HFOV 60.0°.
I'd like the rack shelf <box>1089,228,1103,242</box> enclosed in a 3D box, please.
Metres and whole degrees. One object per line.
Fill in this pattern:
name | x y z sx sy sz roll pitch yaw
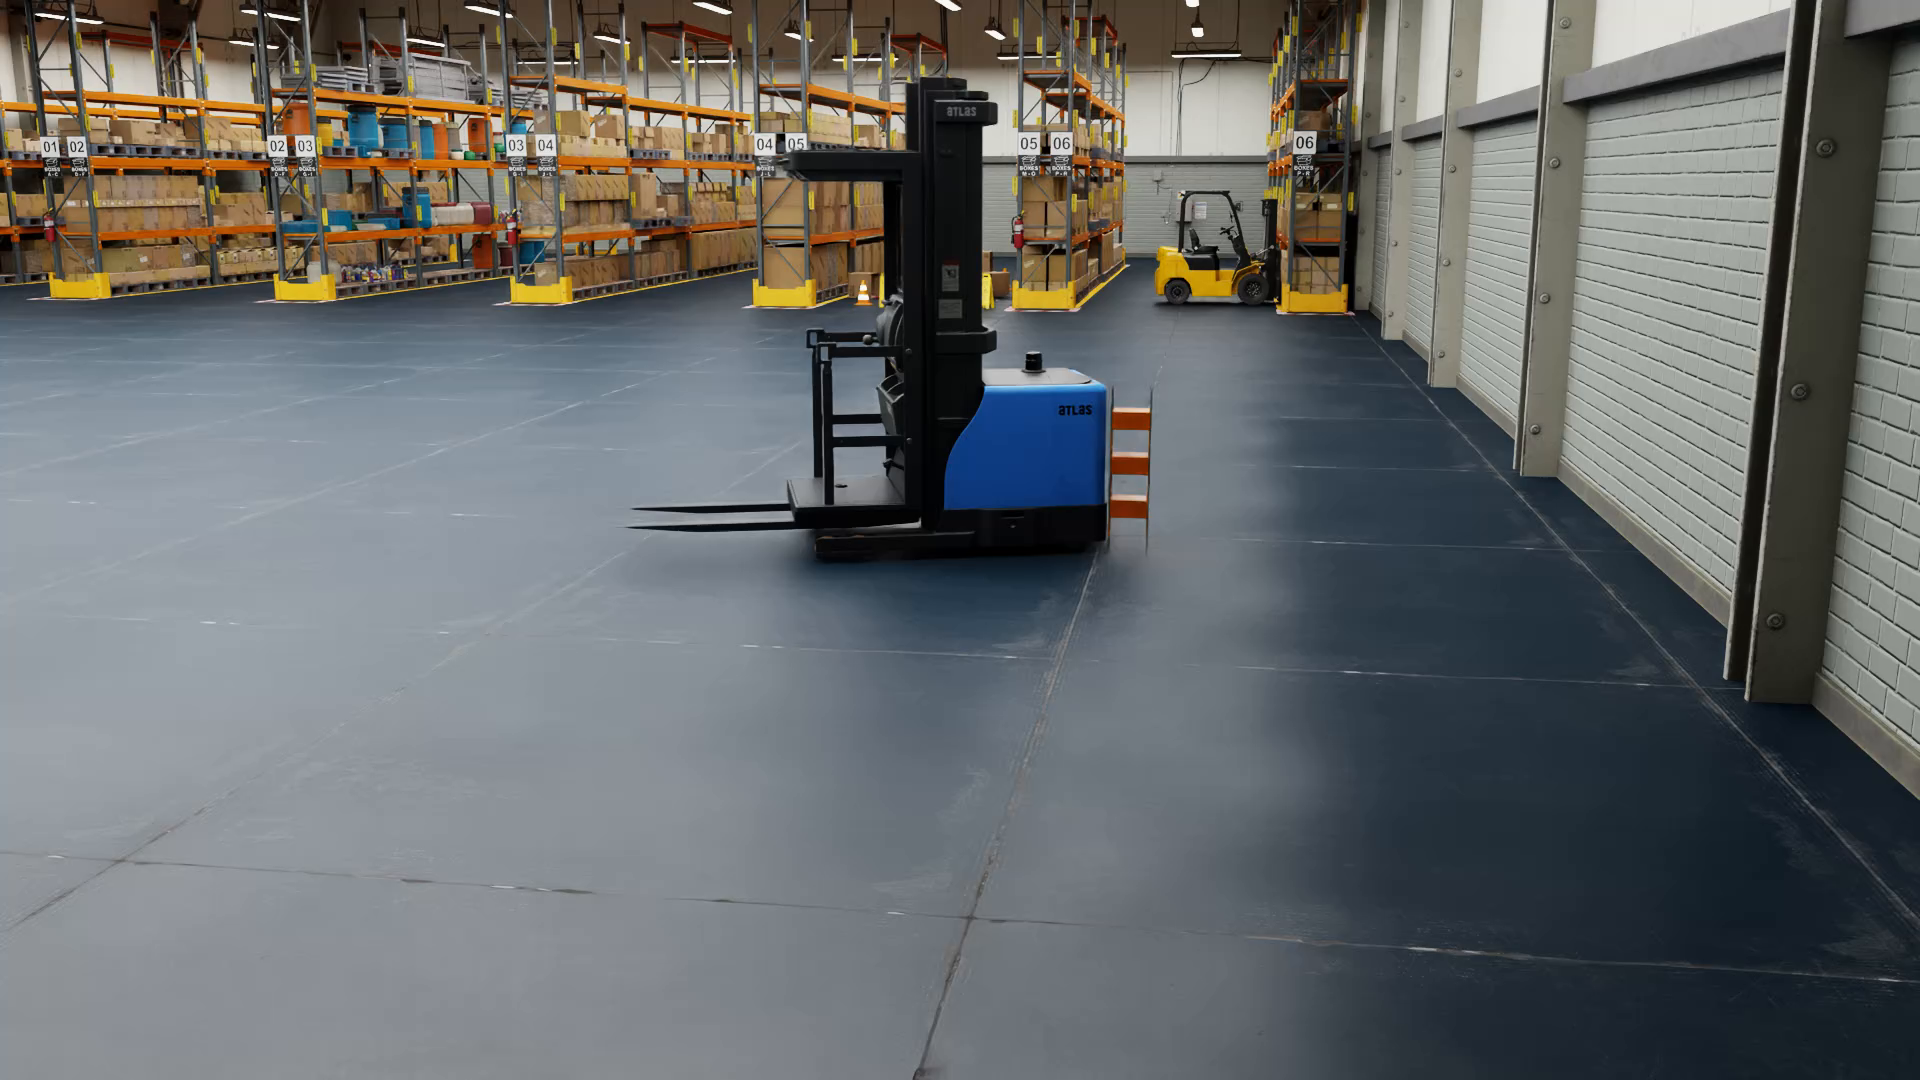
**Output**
rack shelf | 2.486 -6.705 36.691 1.077 0.370 4.000 2 12 9

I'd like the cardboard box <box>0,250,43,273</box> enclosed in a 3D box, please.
cardboard box | -22.201 -6.589 39.338 0.700 0.500 0.500 2 12 11

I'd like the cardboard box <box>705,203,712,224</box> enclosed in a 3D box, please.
cardboard box | -6.503 -8.149 41.449 0.500 0.500 0.500 2 12 8

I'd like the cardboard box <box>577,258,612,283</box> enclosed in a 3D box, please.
cardboard box | -7.796 -5.743 35.458 0.500 0.500 0.500 6 14 27

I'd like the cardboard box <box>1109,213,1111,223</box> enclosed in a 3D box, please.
cardboard box | 3.509 -8.024 41.464 0.500 0.250 0.500 2 12 8

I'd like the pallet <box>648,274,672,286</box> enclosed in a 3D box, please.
pallet | -7.311 -6.015 38.402 1.003 0.211 1.213 2 12 9

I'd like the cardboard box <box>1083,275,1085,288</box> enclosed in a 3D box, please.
cardboard box | 2.281 -5.258 33.802 0.500 0.250 0.500 2 12 7

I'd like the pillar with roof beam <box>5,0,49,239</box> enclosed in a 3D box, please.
pillar with roof beam | -18.483 -10.826 39.867 9.100 9.000 0.548 2 12 9

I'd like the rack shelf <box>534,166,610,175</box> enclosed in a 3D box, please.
rack shelf | -10.970 -10.318 46.337 1.077 0.370 4.000 2 12 9

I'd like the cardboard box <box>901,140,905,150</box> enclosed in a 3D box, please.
cardboard box | -1.621 -9.446 40.347 0.500 0.500 0.500 2 12 9

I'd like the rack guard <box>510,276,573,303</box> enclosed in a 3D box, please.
rack guard | -8.218 -4.922 32.647 1.175 0.500 0.348 2 12 9

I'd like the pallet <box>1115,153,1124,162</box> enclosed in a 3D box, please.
pallet | 3.920 -10.406 45.250 1.003 0.211 1.213 2 12 9

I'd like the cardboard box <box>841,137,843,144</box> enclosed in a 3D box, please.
cardboard box | -2.585 -8.131 33.846 0.380 0.149 0.250 2 12 9

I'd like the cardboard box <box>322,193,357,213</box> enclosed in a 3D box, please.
cardboard box | -16.509 -8.966 44.242 0.700 0.500 0.500 4 13 18

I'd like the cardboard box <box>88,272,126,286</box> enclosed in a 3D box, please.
cardboard box | -17.715 -5.416 34.533 0.500 0.250 0.500 2 12 9

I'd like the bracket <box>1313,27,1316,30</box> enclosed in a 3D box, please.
bracket | 9.420 -13.587 44.137 0.076 0.066 4.783 2 12 9

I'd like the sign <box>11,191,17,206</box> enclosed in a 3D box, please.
sign | -21.760 -7.850 38.242 0.100 0.325 0.005 2 12 9

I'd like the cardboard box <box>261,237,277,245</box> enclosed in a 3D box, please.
cardboard box | -20.538 -8.671 49.044 0.700 0.500 0.500 2 12 8

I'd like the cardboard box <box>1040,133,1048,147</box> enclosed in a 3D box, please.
cardboard box | 1.375 -7.461 31.023 0.500 0.250 0.500 2 12 8

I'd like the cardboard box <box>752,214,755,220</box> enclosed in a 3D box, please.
cardboard box | -5.811 -8.824 45.415 0.380 0.149 0.250 2 12 9

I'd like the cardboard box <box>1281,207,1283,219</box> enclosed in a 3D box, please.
cardboard box | 6.906 -6.761 34.417 0.500 0.250 0.500 2 12 7

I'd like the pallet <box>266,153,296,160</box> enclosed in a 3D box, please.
pallet | -16.803 -9.345 40.565 1.213 0.211 1.003 2 12 11

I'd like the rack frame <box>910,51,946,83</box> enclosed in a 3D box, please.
rack frame | -0.883 -12.210 46.289 1.000 3.000 0.127 2 12 9

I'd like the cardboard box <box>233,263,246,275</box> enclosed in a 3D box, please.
cardboard box | -17.015 -6.326 38.758 0.500 0.250 0.500 2 12 10

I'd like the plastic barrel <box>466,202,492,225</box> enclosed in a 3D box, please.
plastic barrel | -11.665 -7.914 40.274 0.600 0.536 0.708 2 12 9

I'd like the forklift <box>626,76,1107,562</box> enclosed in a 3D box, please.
forklift | -0.623 -1.413 10.591 3.031 2.935 1.130 -2 12 -9

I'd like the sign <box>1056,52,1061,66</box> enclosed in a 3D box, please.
sign | 2.244 -10.957 37.880 0.100 0.325 0.005 2 12 9

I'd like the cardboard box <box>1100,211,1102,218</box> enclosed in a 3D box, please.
cardboard box | 3.011 -7.367 37.658 0.380 0.149 0.250 2 12 8

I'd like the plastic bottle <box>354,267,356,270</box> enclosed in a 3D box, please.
plastic bottle | -13.138 -5.782 36.105 0.061 0.283 0.133 2 12 11

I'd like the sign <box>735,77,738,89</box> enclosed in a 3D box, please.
sign | -6.316 -12.945 47.107 0.100 0.325 0.005 2 12 9

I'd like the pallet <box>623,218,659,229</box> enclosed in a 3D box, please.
pallet | -7.353 -7.022 36.910 1.003 0.211 1.213 2 12 9

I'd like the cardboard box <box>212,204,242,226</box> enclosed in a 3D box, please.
cardboard box | -17.187 -7.601 38.904 0.500 0.500 0.500 3 12 13

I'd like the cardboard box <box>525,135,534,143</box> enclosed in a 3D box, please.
cardboard box | -8.495 -7.784 32.283 0.380 0.149 0.250 2 12 9

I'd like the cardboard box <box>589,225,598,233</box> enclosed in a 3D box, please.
cardboard box | -7.623 -6.366 34.010 0.380 0.149 0.250 2 12 9

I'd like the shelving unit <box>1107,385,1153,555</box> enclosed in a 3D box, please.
shelving unit | 1.078 -0.443 10.549 0.252 1.050 0.215 2 12 7

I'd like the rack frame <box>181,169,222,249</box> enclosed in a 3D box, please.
rack frame | -21.067 -9.108 46.135 1.000 3.000 0.127 2 12 9

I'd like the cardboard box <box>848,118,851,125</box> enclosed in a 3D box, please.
cardboard box | -2.470 -8.680 34.501 0.380 0.149 0.250 2 12 8

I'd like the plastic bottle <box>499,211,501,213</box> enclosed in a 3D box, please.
plastic bottle | -11.836 -8.330 42.833 0.097 0.271 0.097 0 12 0

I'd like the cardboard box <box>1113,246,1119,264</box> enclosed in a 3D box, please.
cardboard box | 3.748 -7.572 44.092 0.875 0.438 0.875 2 12 7

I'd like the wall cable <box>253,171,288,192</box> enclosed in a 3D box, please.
wall cable | -21.190 -10.734 51.271 0.084 1.984 1.851 2 12 9

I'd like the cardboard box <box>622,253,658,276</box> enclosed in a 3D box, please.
cardboard box | -7.321 -6.296 37.979 0.700 0.500 0.500 1 12 4

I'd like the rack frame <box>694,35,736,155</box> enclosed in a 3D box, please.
rack frame | -6.384 -11.559 43.269 1.000 3.000 0.127 2 12 9

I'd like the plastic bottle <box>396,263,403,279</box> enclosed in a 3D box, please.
plastic bottle | -12.322 -5.898 36.486 0.144 0.351 0.185 2 12 7

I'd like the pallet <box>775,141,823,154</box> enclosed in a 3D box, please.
pallet | -3.240 -7.524 31.878 1.003 0.211 1.213 2 12 9

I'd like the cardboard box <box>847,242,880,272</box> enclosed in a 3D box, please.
cardboard box | -2.427 -6.412 37.967 1.050 0.750 0.750 2 12 10

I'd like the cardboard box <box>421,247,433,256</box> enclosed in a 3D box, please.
cardboard box | -15.572 -8.334 48.026 0.500 0.250 0.500 2 12 9

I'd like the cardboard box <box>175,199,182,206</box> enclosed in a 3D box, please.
cardboard box | -17.349 -7.425 36.547 0.380 0.149 0.250 2 12 9

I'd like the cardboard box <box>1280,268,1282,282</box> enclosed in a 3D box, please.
cardboard box | 6.380 -5.076 31.772 0.500 0.250 0.500 2 12 7

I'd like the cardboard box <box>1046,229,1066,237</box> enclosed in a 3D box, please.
cardboard box | 1.820 -5.748 31.144 0.380 0.149 0.250 2 12 9

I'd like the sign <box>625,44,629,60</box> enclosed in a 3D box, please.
sign | -7.081 -10.368 35.336 0.100 0.325 0.005 2 12 9

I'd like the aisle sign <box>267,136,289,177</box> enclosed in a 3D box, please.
aisle sign | -13.428 -7.554 32.756 0.394 0.787 0.004 2 12 9

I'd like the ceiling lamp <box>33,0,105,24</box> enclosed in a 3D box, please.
ceiling lamp | -19.546 -13.110 36.609 0.800 3.185 2.000 2 12 9

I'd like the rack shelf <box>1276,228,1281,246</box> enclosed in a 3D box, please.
rack shelf | 7.391 -6.545 35.949 1.077 0.370 4.000 2 12 9

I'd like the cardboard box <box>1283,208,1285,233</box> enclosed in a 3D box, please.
cardboard box | 6.693 -6.336 33.036 0.500 0.500 0.500 2 12 10
